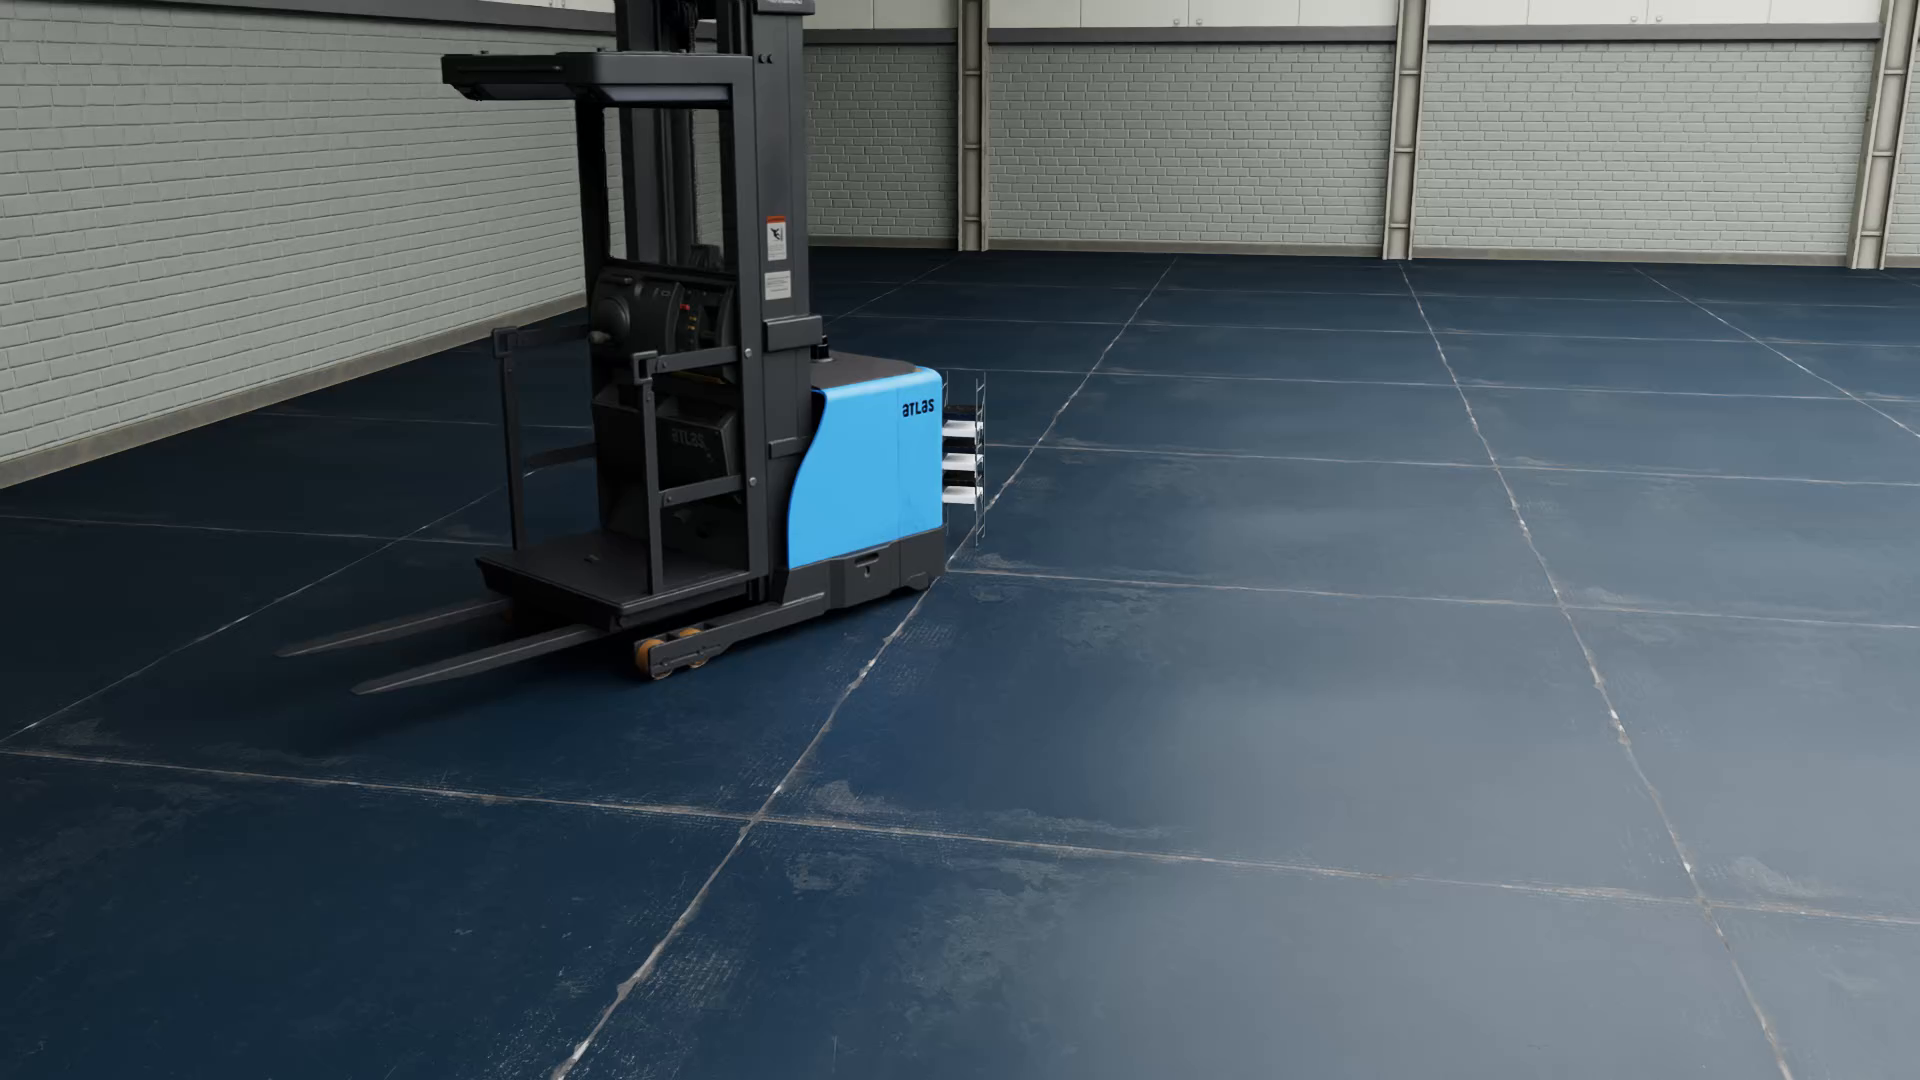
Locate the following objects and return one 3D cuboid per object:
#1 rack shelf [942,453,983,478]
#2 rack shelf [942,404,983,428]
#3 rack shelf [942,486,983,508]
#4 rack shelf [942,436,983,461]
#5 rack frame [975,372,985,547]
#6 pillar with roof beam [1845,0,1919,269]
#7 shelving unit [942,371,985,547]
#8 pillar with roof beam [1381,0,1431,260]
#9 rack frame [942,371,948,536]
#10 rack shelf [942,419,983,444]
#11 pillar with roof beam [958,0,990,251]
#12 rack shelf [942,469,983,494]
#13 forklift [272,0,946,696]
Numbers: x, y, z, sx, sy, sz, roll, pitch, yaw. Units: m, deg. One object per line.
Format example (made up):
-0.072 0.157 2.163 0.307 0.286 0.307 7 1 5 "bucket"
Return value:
0.008 -0.401 8.879 0.200 0.077 0.258 3 16 11 "rack shelf"
0.008 -0.661 8.807 0.200 0.077 0.258 3 16 11 "rack shelf"
0.008 -0.228 8.927 0.200 0.077 0.258 3 16 11 "rack shelf"
0.008 -0.488 8.855 0.200 0.077 0.258 3 16 11 "rack shelf"
0.108 -0.428 8.851 0.006 0.900 0.240 3 16 11 "rack frame"
11.096 -6.810 16.720 0.400 9.000 9.100 3 16 11 "pillar with roof beam"
0.008 -0.433 8.870 0.210 0.900 0.258 3 16 11 "shelving unit"
5.216 -7.129 17.872 0.400 9.000 9.100 3 16 11 "pillar with roof beam"
-0.092 -0.439 8.890 0.006 0.900 0.240 3 16 11 "rack frame"
0.008 -0.575 8.831 0.200 0.077 0.258 3 16 11 "rack shelf"
-0.663 -7.448 19.024 0.400 9.000 9.100 3 16 11 "pillar with roof beam"
0.008 -0.314 8.903 0.200 0.077 0.258 3 16 11 "rack shelf"
-1.438 -0.987 7.064 1.130 2.935 3.031 14 21 41 "forklift"
